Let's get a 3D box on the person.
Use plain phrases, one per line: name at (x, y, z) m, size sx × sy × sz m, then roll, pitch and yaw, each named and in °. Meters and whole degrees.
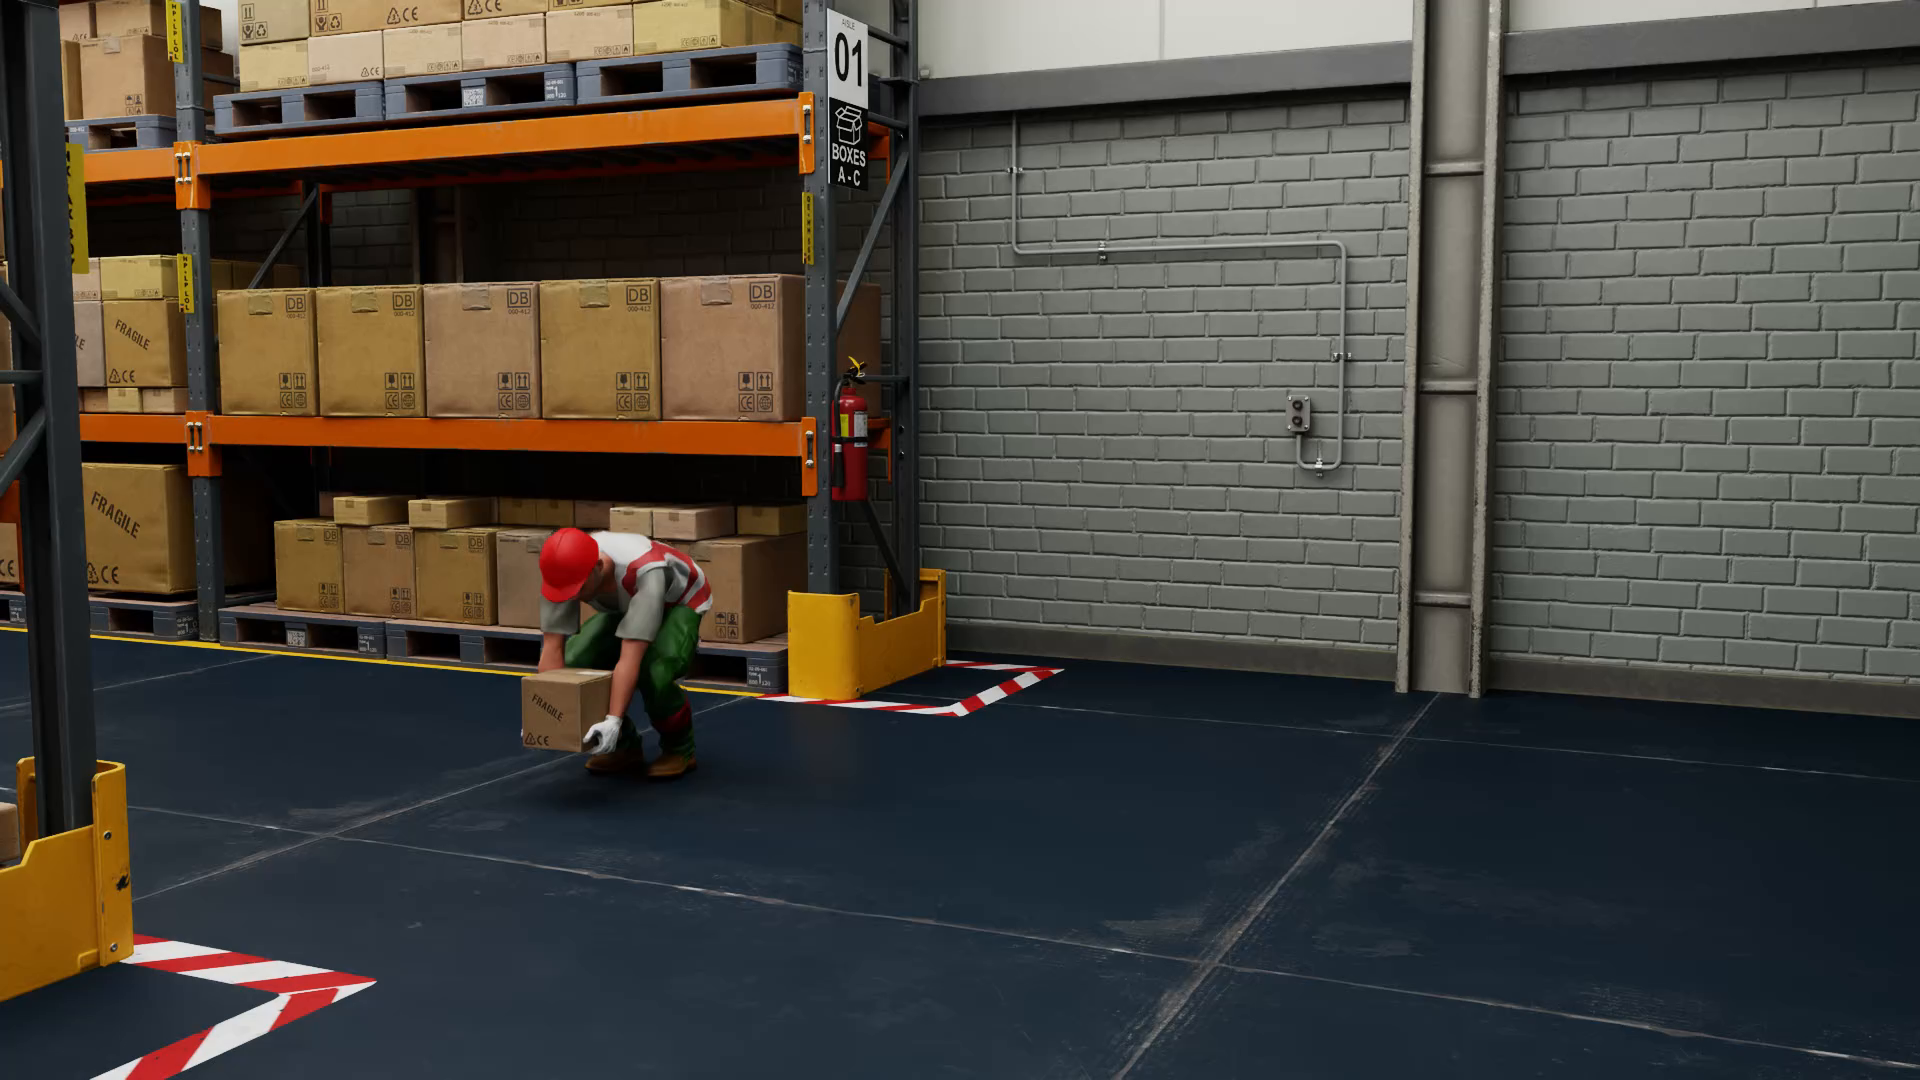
person at (-1.275, 0.415, 6.230) m, size 0.533 × 0.989 × 0.933 m, roll 2°, pitch 6°, yaw 22°
